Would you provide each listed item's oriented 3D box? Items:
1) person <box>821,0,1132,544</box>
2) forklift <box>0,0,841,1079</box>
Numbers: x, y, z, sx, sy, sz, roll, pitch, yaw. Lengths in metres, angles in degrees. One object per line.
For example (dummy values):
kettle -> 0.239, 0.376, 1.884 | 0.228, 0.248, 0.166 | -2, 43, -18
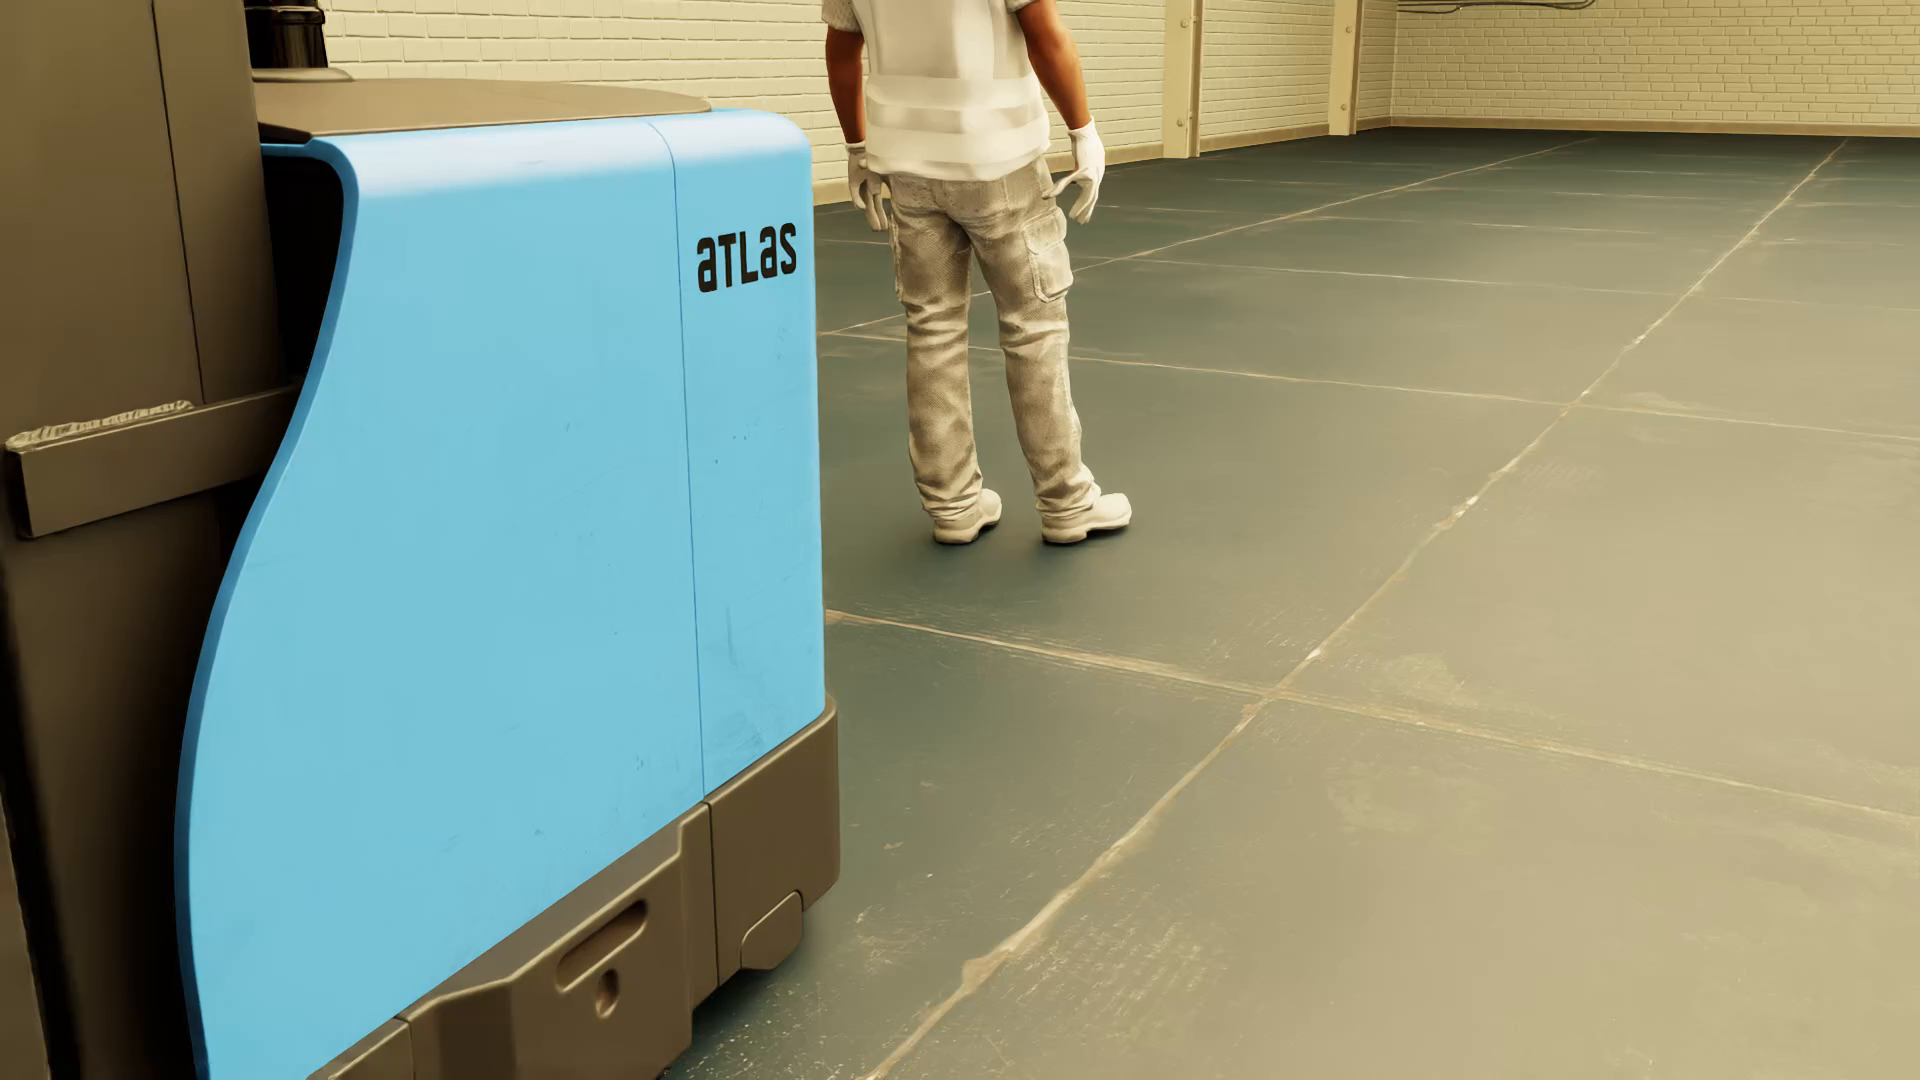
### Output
person -> 0.042, -0.879, 3.844 | 0.656, 1.784, 0.575 | 9, 19, 28
forklift -> -1.243, -0.576, 0.807 | 1.130, 2.935, 3.031 | 8, 18, 24
